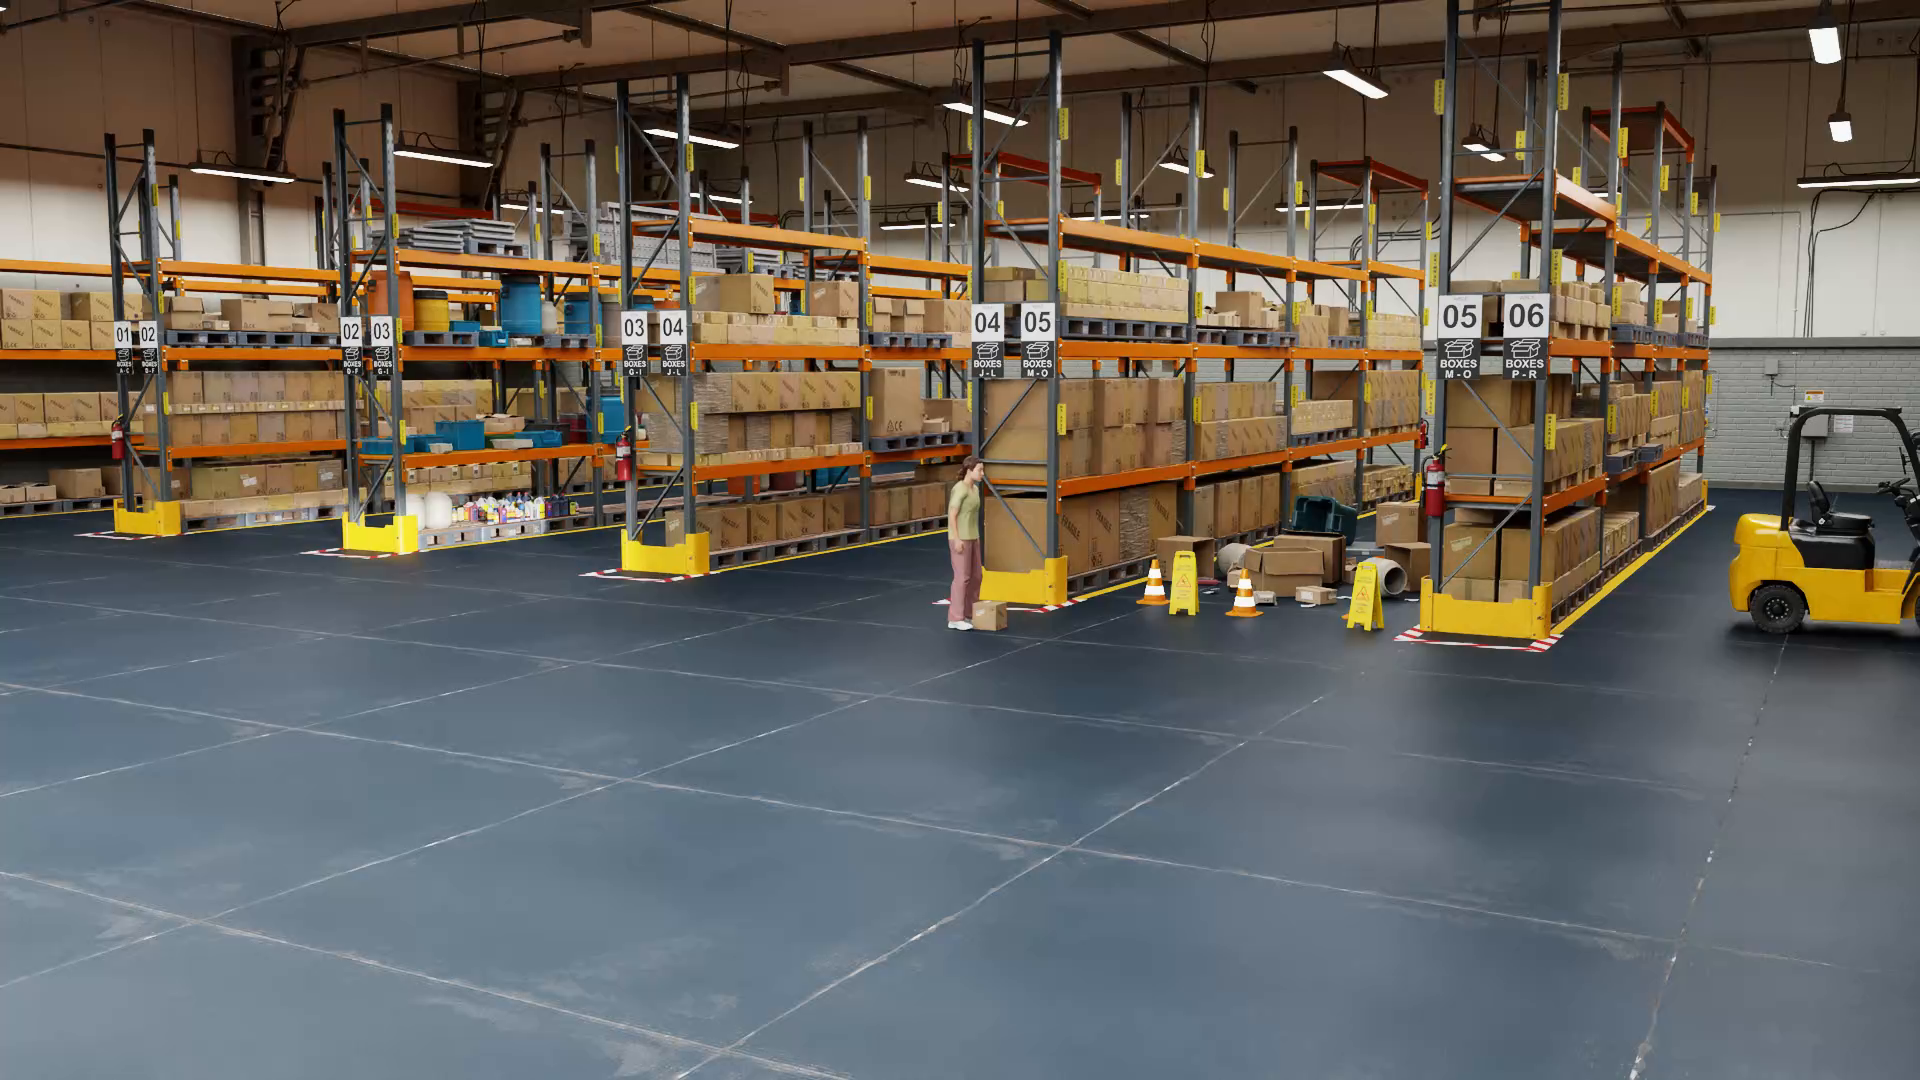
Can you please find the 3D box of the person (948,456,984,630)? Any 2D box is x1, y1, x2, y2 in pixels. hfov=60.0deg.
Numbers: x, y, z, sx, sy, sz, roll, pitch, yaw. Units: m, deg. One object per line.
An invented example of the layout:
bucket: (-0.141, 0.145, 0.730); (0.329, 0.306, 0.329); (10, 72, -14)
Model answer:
person: (0.073, 0.028, 16.204); (0.359, 1.643, 0.521); (3, 7, 25)
